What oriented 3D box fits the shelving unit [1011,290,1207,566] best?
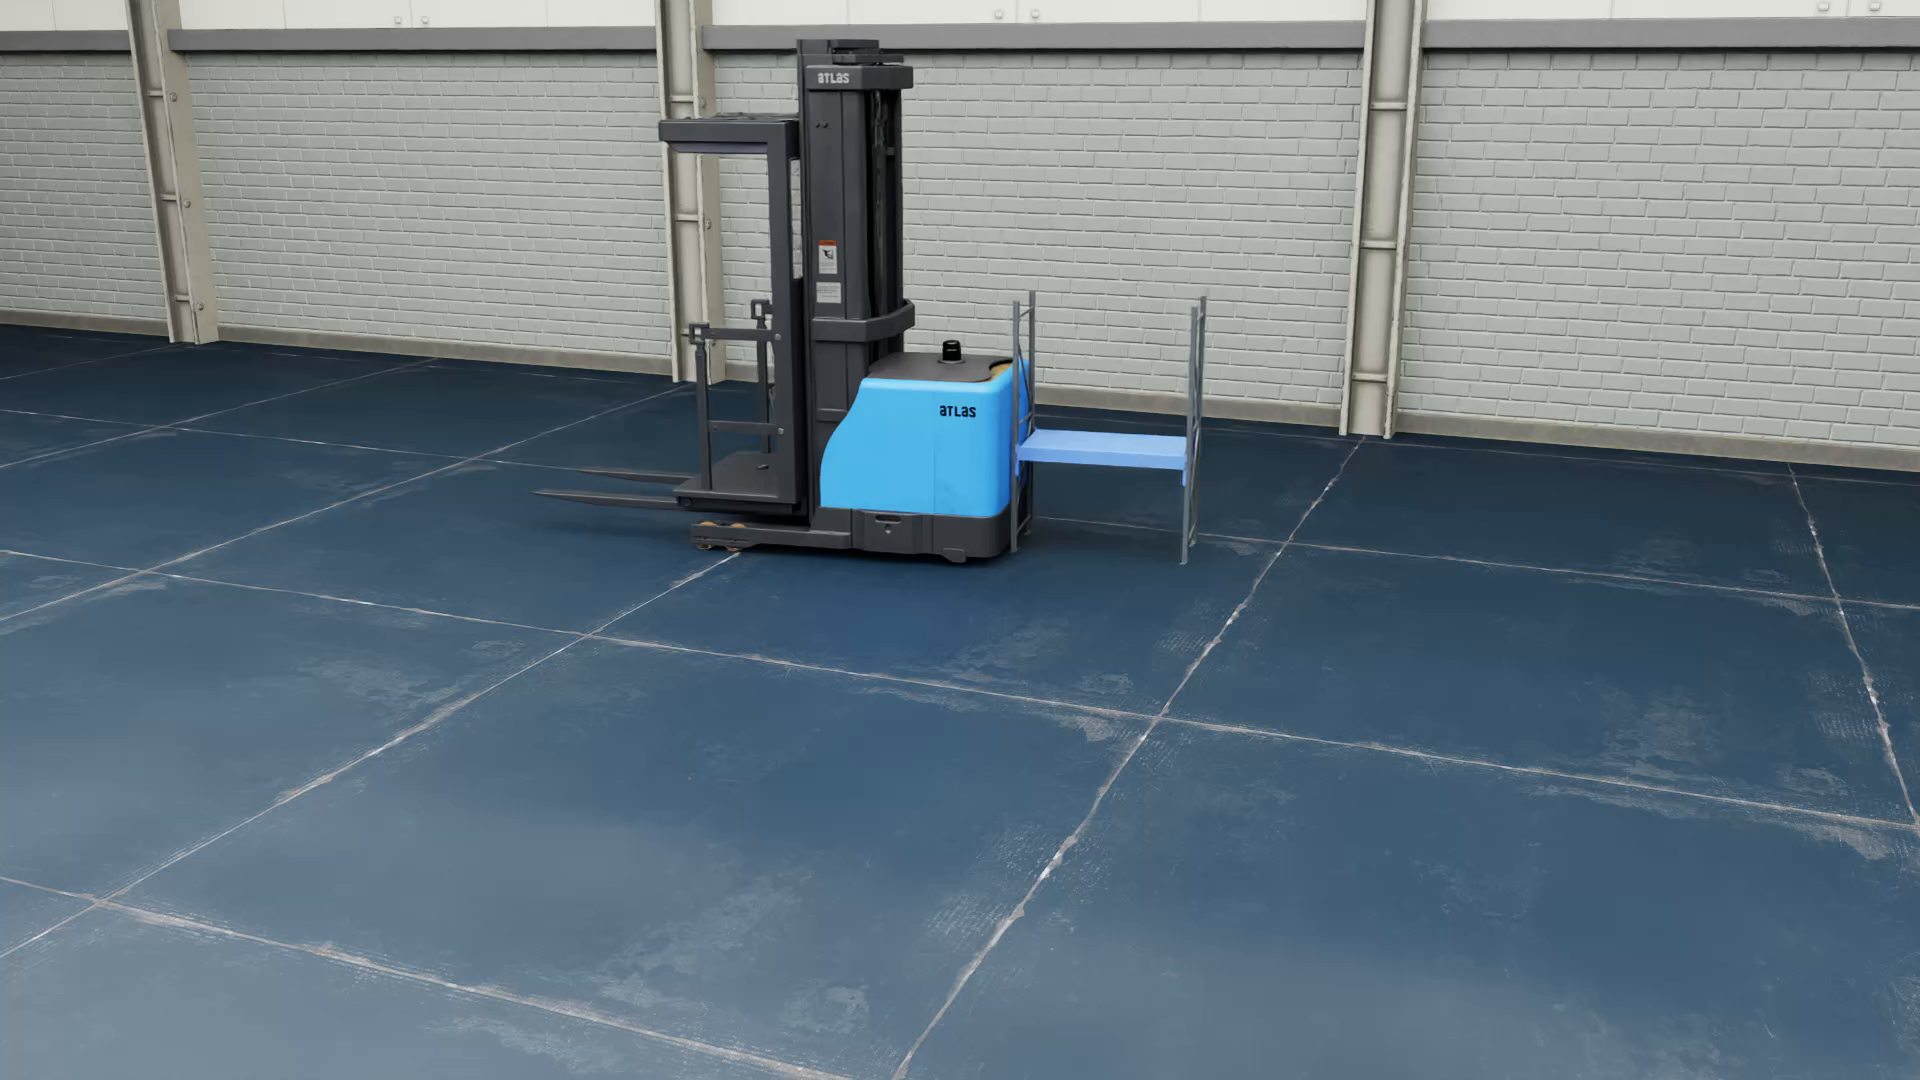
[{"bbox_3d":[0.871,-0.675,9.807,1.048,1.500,0.538,4,17,14],"label":"shelving unit"}]

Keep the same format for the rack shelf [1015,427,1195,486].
[{"bbox_3d":[0.871,-0.502,9.857,1.000,0.185,0.538,4,17,14],"label":"rack shelf"}]

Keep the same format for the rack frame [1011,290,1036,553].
[{"bbox_3d":[0.378,-0.709,9.927,0.032,1.500,0.500,4,17,14],"label":"rack frame"}]

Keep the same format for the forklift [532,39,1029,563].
[{"bbox_3d":[-1.130,-1.475,9.997,3.031,2.935,1.130,4,17,14],"label":"forklift"}]

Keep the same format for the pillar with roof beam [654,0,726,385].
[{"bbox_3d":[-3.956,-4.663,10.095,0.400,9.000,9.100,6,17,21],"label":"pillar with roof beam"}]

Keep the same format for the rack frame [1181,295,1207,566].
[{"bbox_3d":[1.364,-0.640,9.688,0.032,1.500,0.500,4,17,14],"label":"rack frame"}]

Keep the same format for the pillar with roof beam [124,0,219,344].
[{"bbox_3d":[-9.537,-5.277,12.209,0.400,9.000,9.100,6,17,21],"label":"pillar with roof beam"}]

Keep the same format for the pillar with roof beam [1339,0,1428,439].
[{"bbox_3d":[1.626,-4.049,7.981,0.400,9.000,9.100,6,17,21],"label":"pillar with roof beam"}]
